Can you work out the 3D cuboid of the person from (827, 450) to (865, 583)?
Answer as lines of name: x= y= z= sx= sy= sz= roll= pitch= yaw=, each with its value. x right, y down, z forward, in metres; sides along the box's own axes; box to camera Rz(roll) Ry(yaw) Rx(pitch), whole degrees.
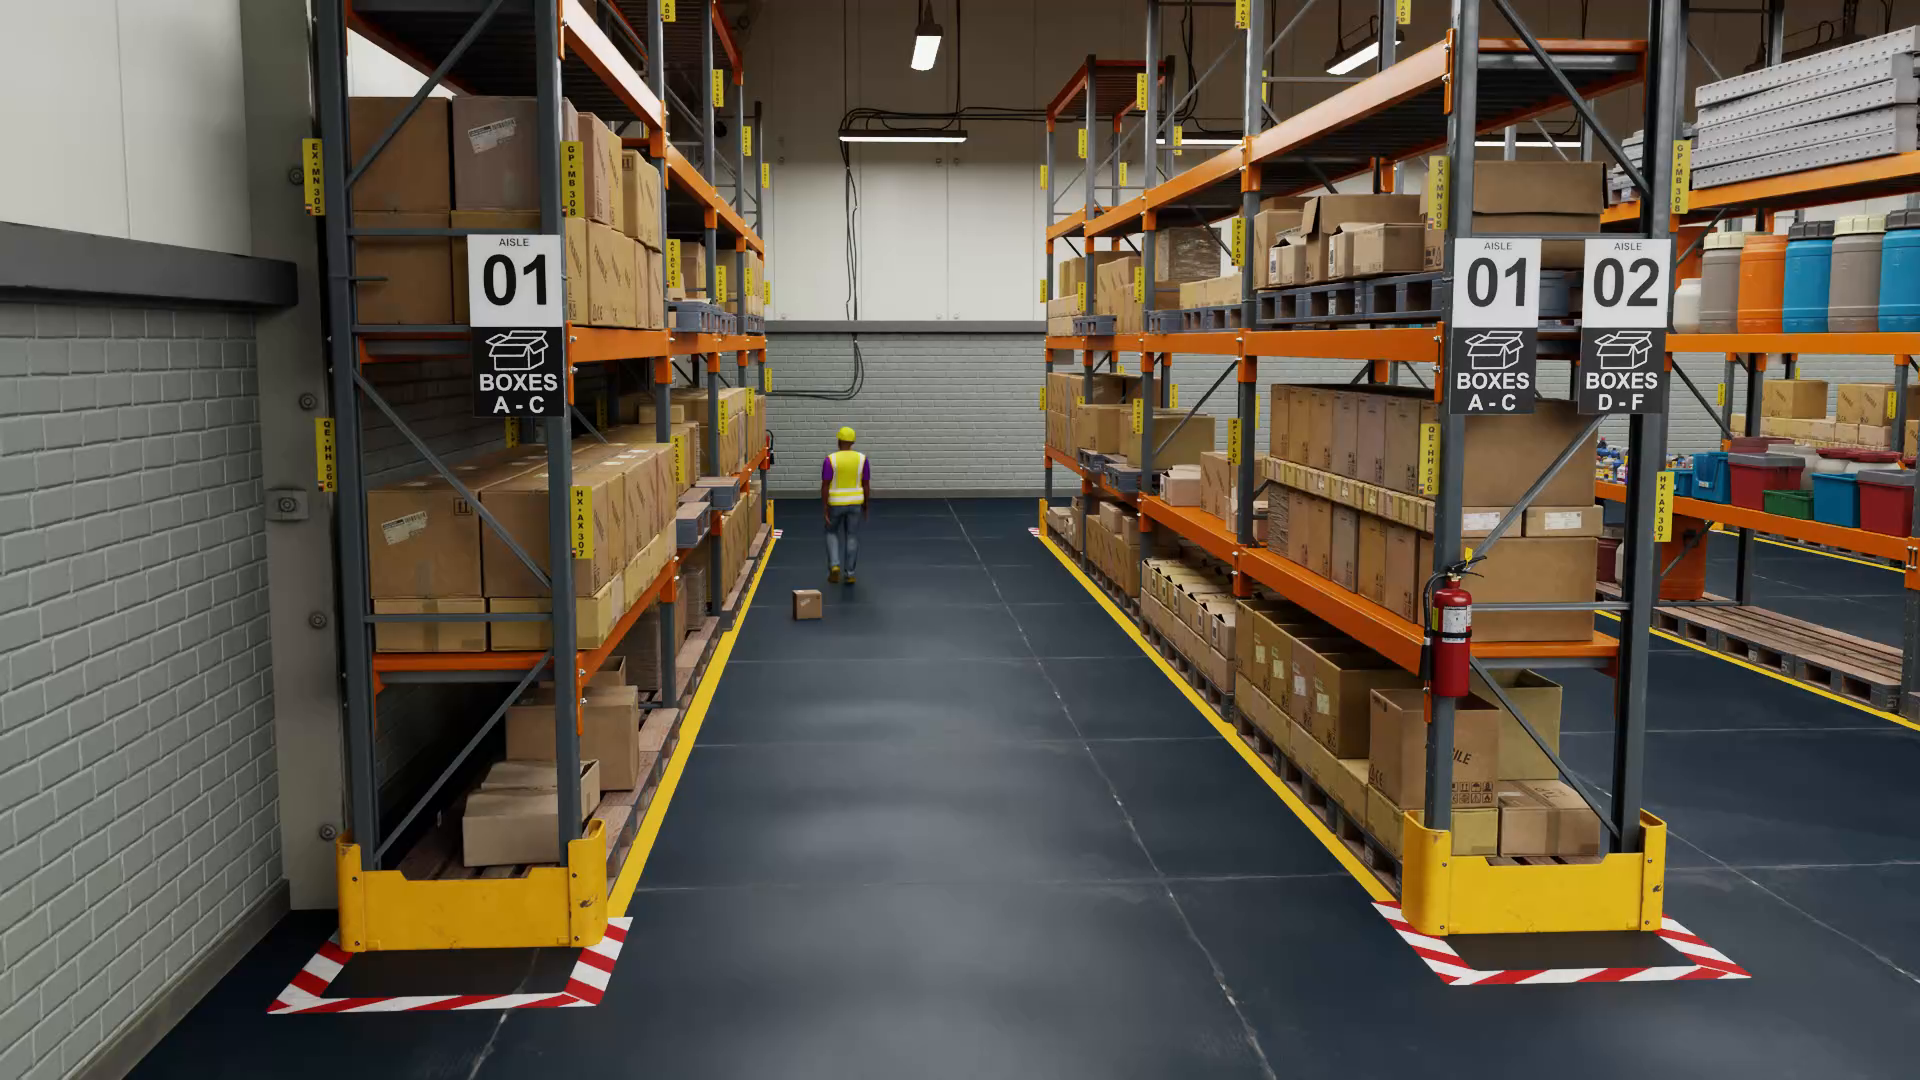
person: x=7.953 y=-0.476 z=13.673 sx=16.431 sy=3.213 sz=14.161 roll=-1 pitch=7 yaw=-12
